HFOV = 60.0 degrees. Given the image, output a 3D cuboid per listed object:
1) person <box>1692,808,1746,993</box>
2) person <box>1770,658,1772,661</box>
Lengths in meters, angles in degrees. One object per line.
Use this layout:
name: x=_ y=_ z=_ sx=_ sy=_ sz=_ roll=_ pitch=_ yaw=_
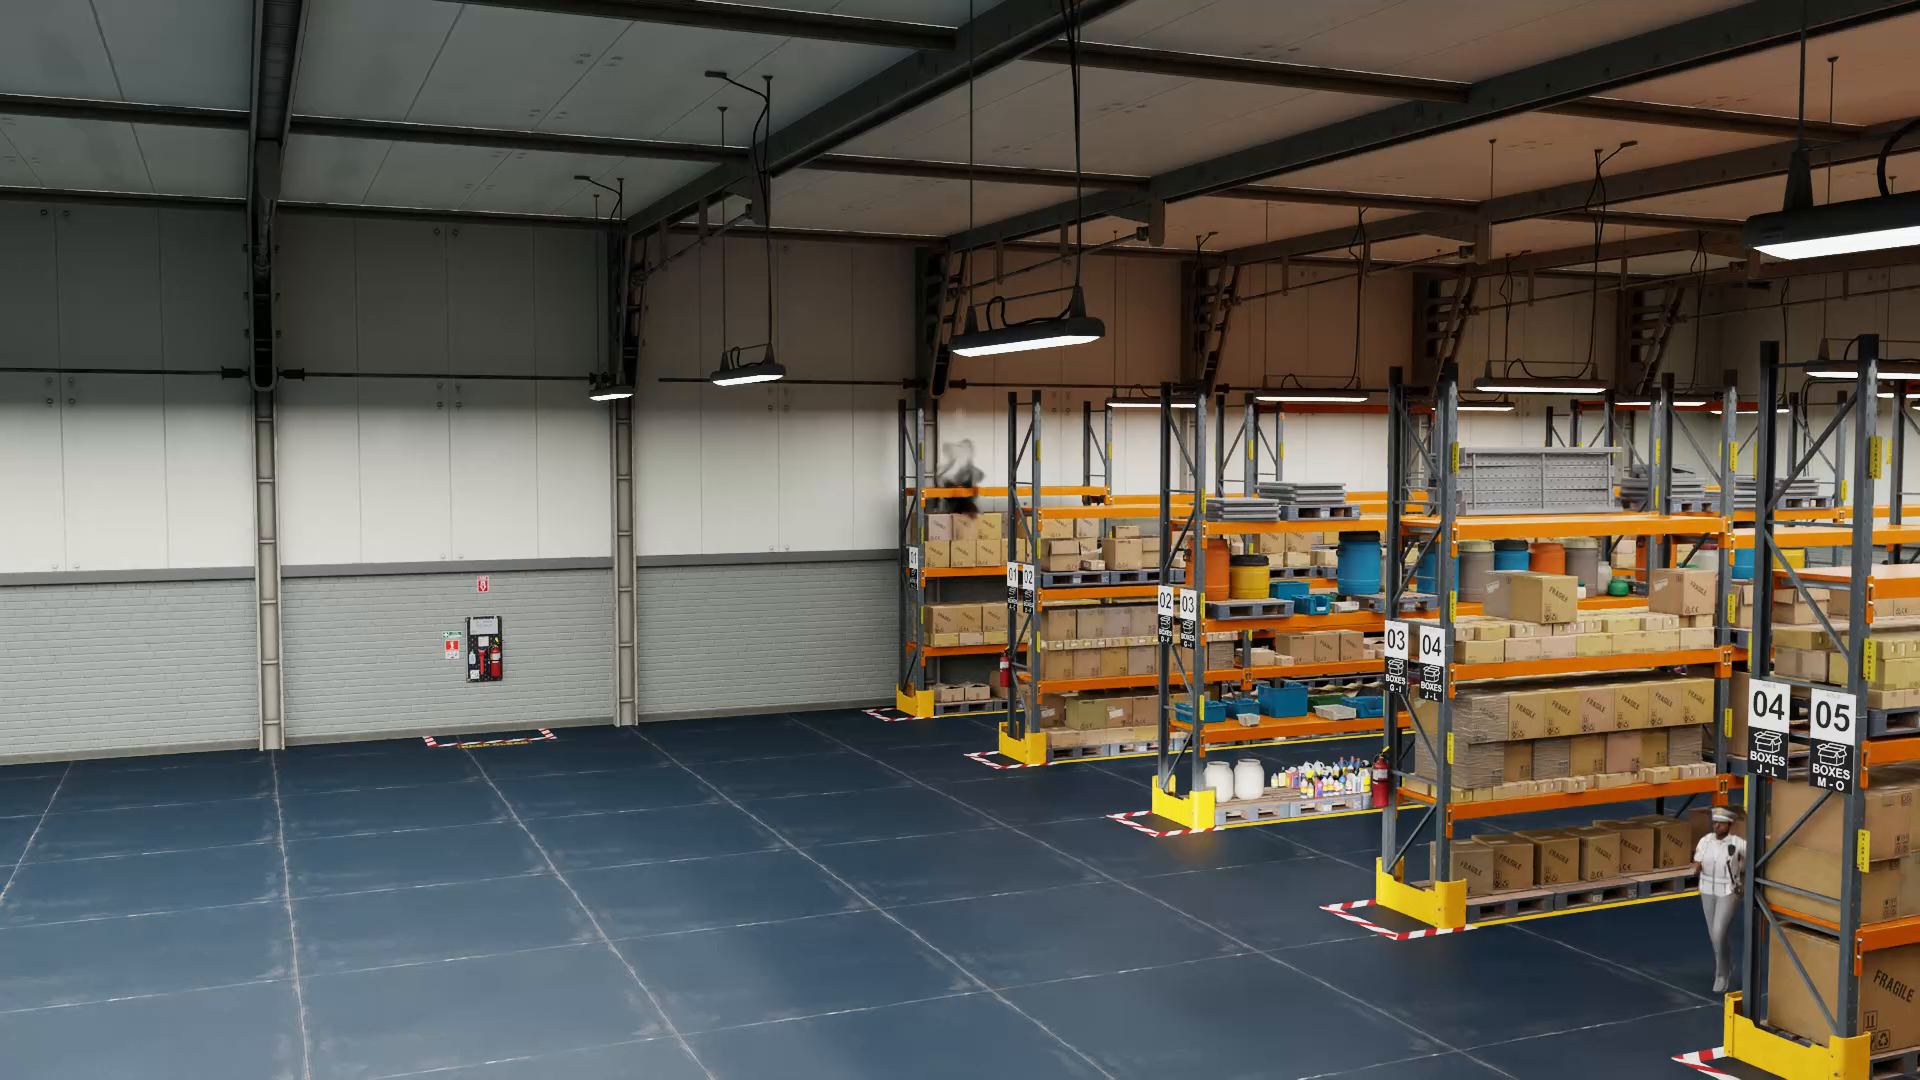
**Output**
person: x=7.208 y=3.399 z=15.783 sx=0.698 sy=1.747 sz=0.533 roll=-3 pitch=4 yaw=-37
person: x=15.589 y=2.525 z=31.498 sx=0.641 sy=1.670 sz=0.689 roll=-2 pitch=4 yaw=-34
